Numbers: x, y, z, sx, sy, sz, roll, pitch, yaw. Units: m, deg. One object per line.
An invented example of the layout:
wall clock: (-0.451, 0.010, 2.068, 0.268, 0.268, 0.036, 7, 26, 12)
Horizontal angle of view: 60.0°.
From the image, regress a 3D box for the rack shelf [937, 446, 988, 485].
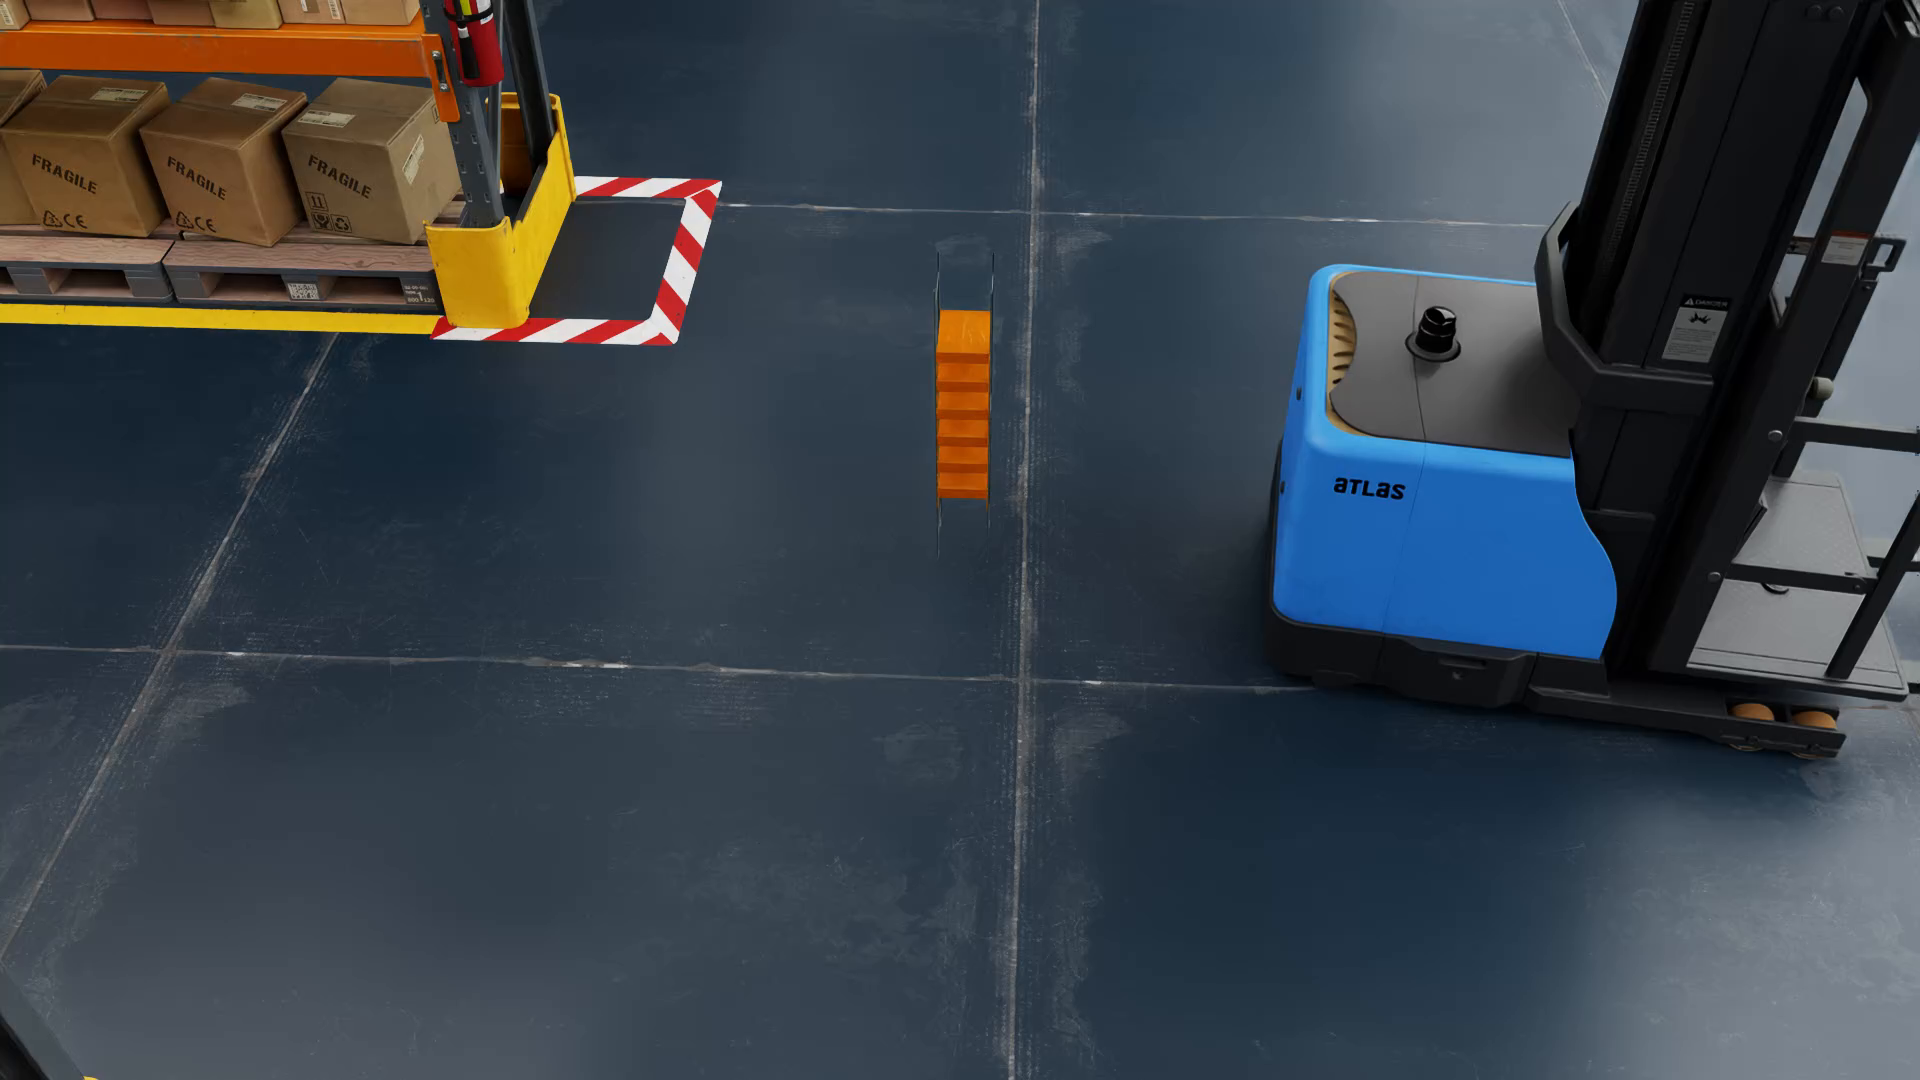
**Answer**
rack shelf: (0.014, -0.318, 5.953, 0.180, 0.103, 0.258, 2, 43, 2)

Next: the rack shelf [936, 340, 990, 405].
rack shelf: (0.014, -0.582, 5.707, 0.180, 0.103, 0.258, 2, 43, 2)

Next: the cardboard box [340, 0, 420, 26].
cardboard box: (-2.267, -2.191, 6.586, 0.250, 0.149, 0.380, 2, 43, 2)

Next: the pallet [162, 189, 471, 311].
pallet: (-2.859, -1.446, 7.647, 1.213, 0.211, 1.003, 2, 43, 2)

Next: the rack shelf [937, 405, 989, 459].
rack shelf: (0.014, -0.406, 5.871, 0.180, 0.103, 0.258, 2, 43, 2)

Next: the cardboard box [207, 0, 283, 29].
cardboard box: (-2.769, -2.172, 6.565, 0.250, 0.149, 0.380, 2, 43, 2)

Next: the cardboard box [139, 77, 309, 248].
cardboard box: (-3.195, -1.680, 7.378, 0.500, 0.500, 0.500, 12, 44, 13)

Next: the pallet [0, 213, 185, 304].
pallet: (-4.074, -1.485, 7.689, 1.213, 0.211, 1.003, 2, 43, 2)

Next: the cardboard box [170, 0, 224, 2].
cardboard box: (-3.026, -2.530, 6.473, 0.500, 0.500, 0.875, 2, 43, 2)

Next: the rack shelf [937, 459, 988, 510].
rack shelf: (0.014, -0.230, 6.034, 0.180, 0.103, 0.258, 2, 43, 2)

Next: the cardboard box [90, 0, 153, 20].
cardboard box: (-3.266, -2.226, 6.623, 0.250, 0.149, 0.380, 2, 43, 2)

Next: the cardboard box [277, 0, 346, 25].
cardboard box: (-2.517, -2.199, 6.594, 0.250, 0.149, 0.380, 2, 43, 2)

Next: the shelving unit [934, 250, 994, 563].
shelving unit: (0.014, -0.439, 5.841, 0.189, 1.200, 0.258, 2, 43, 2)

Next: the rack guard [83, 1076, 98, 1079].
rack guard: (-2.274, 1.902, 3.841, 0.348, 0.500, 1.175, 2, 43, 2)

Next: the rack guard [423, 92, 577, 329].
rack guard: (-2.049, -1.503, 7.496, 0.348, 0.500, 1.175, 2, 43, 2)

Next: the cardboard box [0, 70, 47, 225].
cardboard box: (-4.375, -1.759, 7.464, 0.500, 0.500, 0.500, -2, 43, -2)

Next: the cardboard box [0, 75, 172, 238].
cardboard box: (-3.819, -1.712, 7.412, 0.500, 0.500, 0.500, 5, 43, 6)

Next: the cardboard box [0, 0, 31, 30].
cardboard box: (-3.770, -2.166, 6.558, 0.250, 0.149, 0.380, 2, 43, 2)

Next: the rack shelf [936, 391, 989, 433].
rack shelf: (0.014, -0.494, 5.789, 0.180, 0.103, 0.258, 2, 43, 2)

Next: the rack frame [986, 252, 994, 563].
rack frame: (0.106, -0.436, 5.838, 0.006, 1.200, 0.240, 2, 43, 2)

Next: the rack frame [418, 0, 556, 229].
rack frame: (-1.973, -2.415, 6.642, 0.127, 3.000, 1.000, 2, 43, 2)

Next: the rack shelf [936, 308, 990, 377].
rack shelf: (0.014, -0.669, 5.625, 0.180, 0.103, 0.258, 2, 43, 2)

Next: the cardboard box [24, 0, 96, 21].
cardboard box: (-3.516, -2.218, 6.615, 0.250, 0.149, 0.380, 2, 43, 2)

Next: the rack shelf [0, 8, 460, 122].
rack shelf: (-3.971, -2.213, 6.953, 4.000, 0.370, 1.077, 2, 43, 2)

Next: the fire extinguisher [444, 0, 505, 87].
fire extinguisher: (-1.879, -2.069, 6.327, 0.183, 0.674, 0.296, 2, 43, 2)

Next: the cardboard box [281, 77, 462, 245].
cardboard box: (-2.596, -1.684, 7.383, 0.500, 0.500, 0.500, 9, 44, 10)

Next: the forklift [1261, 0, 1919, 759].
forklift: (2.603, -0.746, 4.900, 3.031, 2.935, 1.130, 7, 43, 7)

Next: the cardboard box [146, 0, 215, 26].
cardboard box: (-3.018, -2.190, 6.585, 0.250, 0.149, 0.380, 2, 43, 2)

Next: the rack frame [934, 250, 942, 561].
rack frame: (-0.077, -0.441, 5.844, 0.006, 1.200, 0.240, 2, 43, 2)
